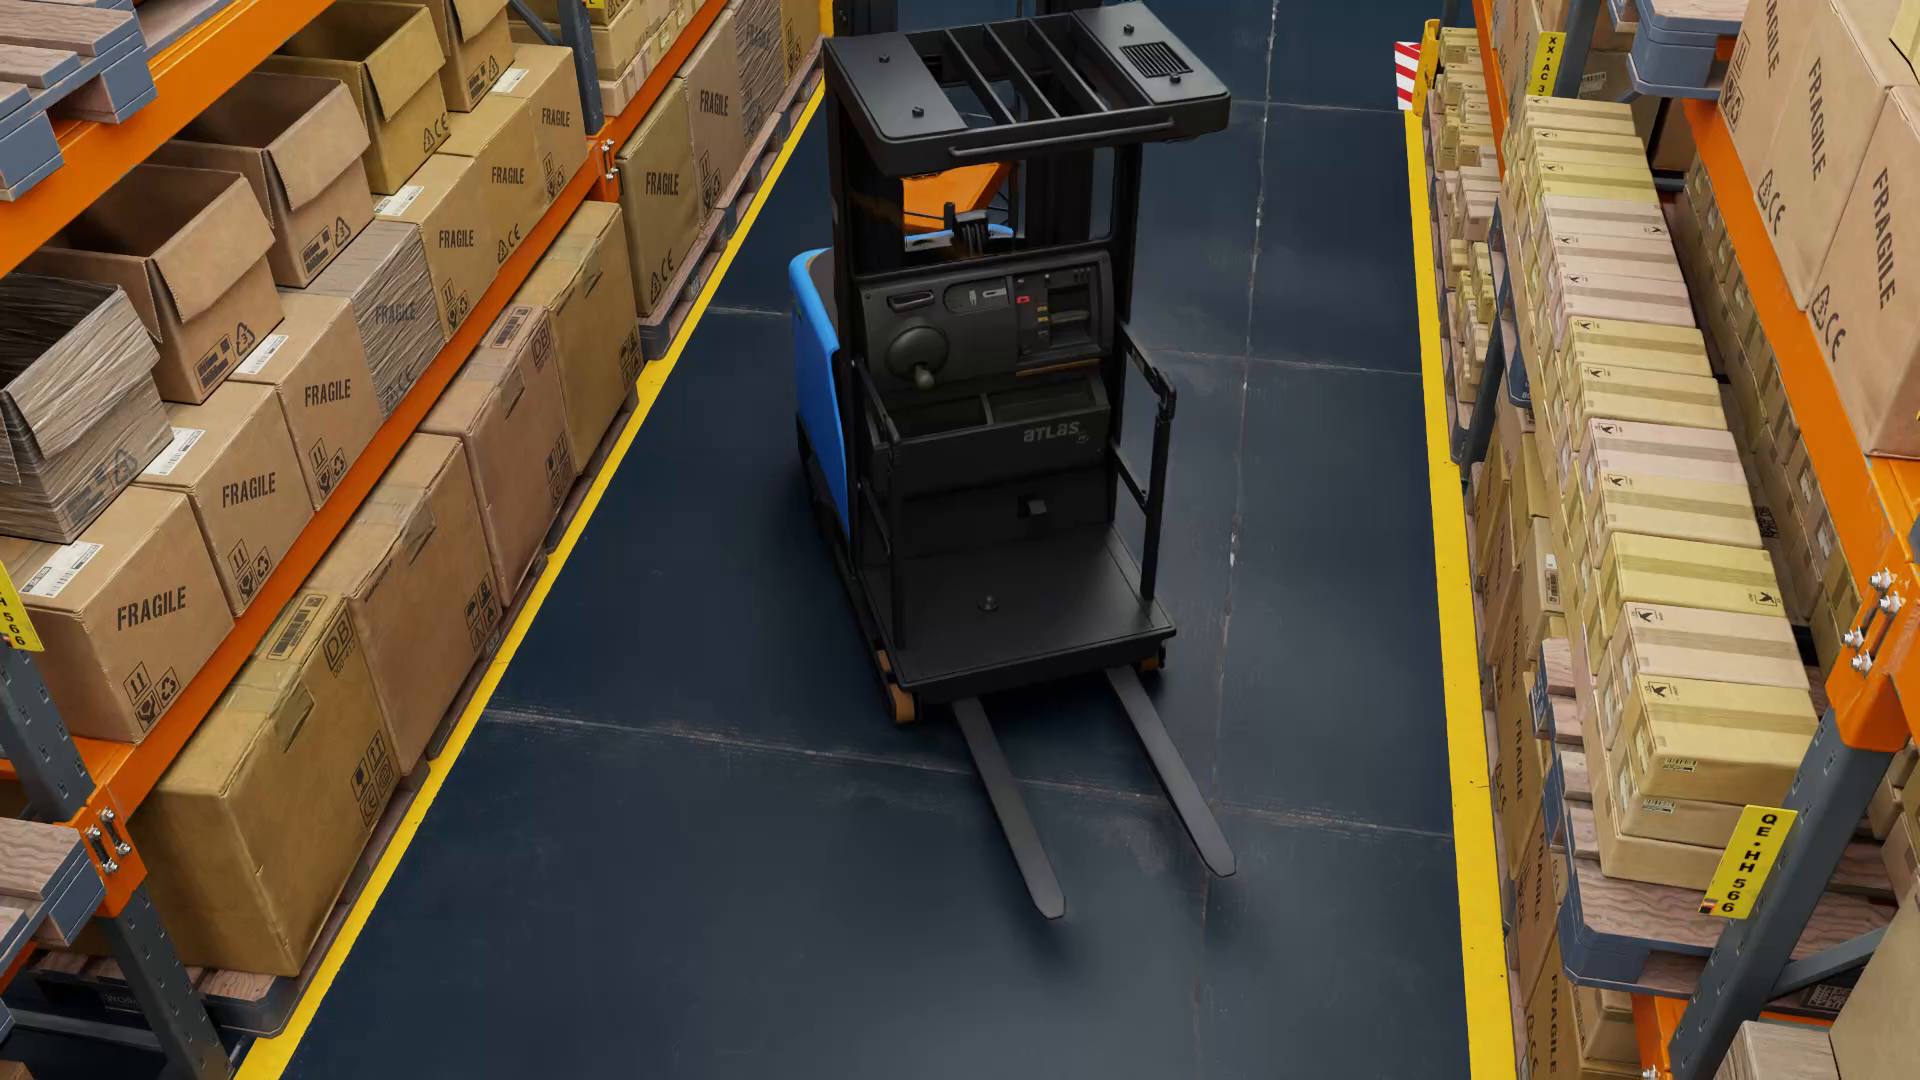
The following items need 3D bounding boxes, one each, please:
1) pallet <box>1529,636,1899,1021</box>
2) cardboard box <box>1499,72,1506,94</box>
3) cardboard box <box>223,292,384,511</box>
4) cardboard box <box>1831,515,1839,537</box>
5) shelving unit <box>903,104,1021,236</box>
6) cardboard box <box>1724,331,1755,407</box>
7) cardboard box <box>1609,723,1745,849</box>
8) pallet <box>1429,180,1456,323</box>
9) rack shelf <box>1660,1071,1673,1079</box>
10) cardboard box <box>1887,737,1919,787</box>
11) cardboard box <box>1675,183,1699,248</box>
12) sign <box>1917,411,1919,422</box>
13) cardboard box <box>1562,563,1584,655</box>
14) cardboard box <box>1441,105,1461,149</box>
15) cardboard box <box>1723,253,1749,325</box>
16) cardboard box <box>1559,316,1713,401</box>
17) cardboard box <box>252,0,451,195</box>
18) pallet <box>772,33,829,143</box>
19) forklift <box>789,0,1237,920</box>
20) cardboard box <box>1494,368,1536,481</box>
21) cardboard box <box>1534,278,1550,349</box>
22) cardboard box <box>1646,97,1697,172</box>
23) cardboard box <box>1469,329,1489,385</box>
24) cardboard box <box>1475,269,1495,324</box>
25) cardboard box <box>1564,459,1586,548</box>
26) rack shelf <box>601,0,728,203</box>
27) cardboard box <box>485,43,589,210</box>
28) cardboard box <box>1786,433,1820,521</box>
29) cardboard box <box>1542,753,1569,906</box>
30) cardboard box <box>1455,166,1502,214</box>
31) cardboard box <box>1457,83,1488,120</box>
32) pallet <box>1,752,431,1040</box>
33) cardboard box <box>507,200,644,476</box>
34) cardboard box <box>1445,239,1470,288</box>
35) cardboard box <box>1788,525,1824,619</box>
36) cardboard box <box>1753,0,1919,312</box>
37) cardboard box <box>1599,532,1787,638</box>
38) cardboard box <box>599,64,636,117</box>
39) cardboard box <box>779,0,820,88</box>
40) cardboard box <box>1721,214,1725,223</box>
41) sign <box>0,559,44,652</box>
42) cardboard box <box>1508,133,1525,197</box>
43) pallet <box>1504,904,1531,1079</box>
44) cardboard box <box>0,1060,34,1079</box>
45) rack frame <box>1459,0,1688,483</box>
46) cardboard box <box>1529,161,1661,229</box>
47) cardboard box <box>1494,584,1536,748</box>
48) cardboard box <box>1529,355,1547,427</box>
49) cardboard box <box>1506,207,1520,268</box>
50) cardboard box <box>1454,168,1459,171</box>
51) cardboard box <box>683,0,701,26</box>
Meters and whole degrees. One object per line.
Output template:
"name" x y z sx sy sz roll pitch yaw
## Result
"pallet" 2.108 0.723 4.172 1.213 0.211 1.003 6 40 8
"cardboard box" 2.729 -2.178 7.727 0.380 0.149 0.250 5 40 6
"cardboard box" -2.254 -0.462 5.376 0.500 0.500 0.500 6 40 7
"cardboard box" 2.542 -0.113 4.434 0.380 0.149 0.250 8 40 10
"shelving unit" -0.109 -1.393 8.052 0.538 1.125 1.048 12 41 14
"cardboard box" 2.732 -0.544 5.422 0.380 0.149 0.250 5 40 6
"cardboard box" 1.726 0.568 3.843 0.380 0.149 0.250 7 40 9
"pallet" 3.072 -1.521 8.924 1.003 0.211 1.213 6 40 8
"rack shelf" 1.743 2.641 2.267 1.077 0.370 4.000 6 40 8
"cardboard box" 2.416 0.477 3.953 0.380 0.149 0.250 8 40 10
"cardboard box" 2.908 -1.196 6.210 0.380 0.149 0.250 6 40 7
"sign" 1.555 -0.308 2.509 0.100 0.325 0.005 6 40 8
"cardboard box" 1.858 0.210 4.510 0.380 0.149 0.250 6 40 7
"cardboard box" 2.921 -2.312 9.366 0.380 0.149 0.250 8 40 9
"cardboard box" 2.774 -0.817 5.519 0.380 0.149 0.250 5 40 6
"cardboard box" 1.994 -0.519 4.924 0.380 0.149 0.250 8 40 9
"cardboard box" -2.319 -1.606 5.973 0.797 0.503 0.637 7 40 8
"pallet" -1.455 -2.938 10.638 1.003 0.211 1.213 6 40 8
"forklift" 0.171 -0.708 5.807 1.130 2.935 3.031 -11 41 -13
"cardboard box" 2.393 -0.455 6.490 0.500 0.250 0.500 5 40 6
"cardboard box" 2.084 -0.728 5.410 0.380 0.149 0.250 8 40 9
"cardboard box" 3.115 -1.838 6.808 0.500 0.500 0.500 6 40 7
"cardboard box" 2.523 -0.813 7.553 0.380 0.149 0.250 7 40 9
"cardboard box" 2.592 -1.111 7.681 0.380 0.149 0.250 7 40 8
"cardboard box" 1.903 -0.078 4.624 0.380 0.149 0.250 6 40 7
"rack shelf" -1.740 -2.990 9.077 1.077 0.370 4.000 6 40 8
"cardboard box" -1.898 -1.727 6.907 0.500 0.500 0.500 7 40 8
"cardboard box" 2.592 -0.161 4.725 0.380 0.149 0.250 6 40 7
"cardboard box" 2.026 0.844 4.918 0.500 0.250 0.500 7 40 8
"cardboard box" 2.740 -1.773 8.482 0.380 0.149 0.250 5 40 6
"cardboard box" 2.988 -2.418 9.262 0.380 0.149 0.250 5 40 5
"pallet" -2.568 1.086 5.771 1.003 0.211 1.213 6 40 8
"cardboard box" -2.177 -0.952 7.385 1.225 0.875 0.875 7 40 8
"cardboard box" 2.693 -1.399 8.495 0.380 0.149 0.250 6 40 8
"cardboard box" 2.547 0.110 4.630 0.380 0.149 0.250 8 40 9
"cardboard box" 2.012 -0.788 3.417 0.500 0.500 0.500 6 40 8
"cardboard box" 1.814 0.134 4.135 0.380 0.149 0.250 8 40 9
"cardboard box" -1.707 -2.065 7.590 0.380 0.149 0.250 6 40 8
"cardboard box" -1.426 -3.455 10.413 0.875 0.875 0.875 6 40 8
"cardboard box" 2.812 -1.092 5.618 0.380 0.149 0.250 5 40 6
"sign" -2.242 0.136 3.885 0.100 0.325 0.005 6 40 8
"cardboard box" 2.260 -1.385 6.206 0.380 0.149 0.250 7 40 8
"pallet" 2.226 1.693 5.037 1.003 0.211 1.213 6 40 8
"cardboard box" -2.875 1.714 4.439 0.700 0.500 0.500 4 40 5
"rack frame" 2.781 -1.402 6.592 1.000 3.000 0.127 6 40 8
"cardboard box" 2.171 -1.164 5.704 0.380 0.149 0.250 7 40 8
"cardboard box" 2.225 0.496 5.928 0.500 0.500 0.500 7 40 8
"cardboard box" 2.040 -0.451 5.308 0.380 0.149 0.250 6 40 7
"cardboard box" 2.218 -1.096 6.089 0.380 0.149 0.250 7 40 8
"cardboard box" 2.964 -2.033 9.263 0.380 0.149 0.250 6 40 8
"cardboard box" -1.529 -2.721 8.384 0.380 0.149 0.250 6 40 7
